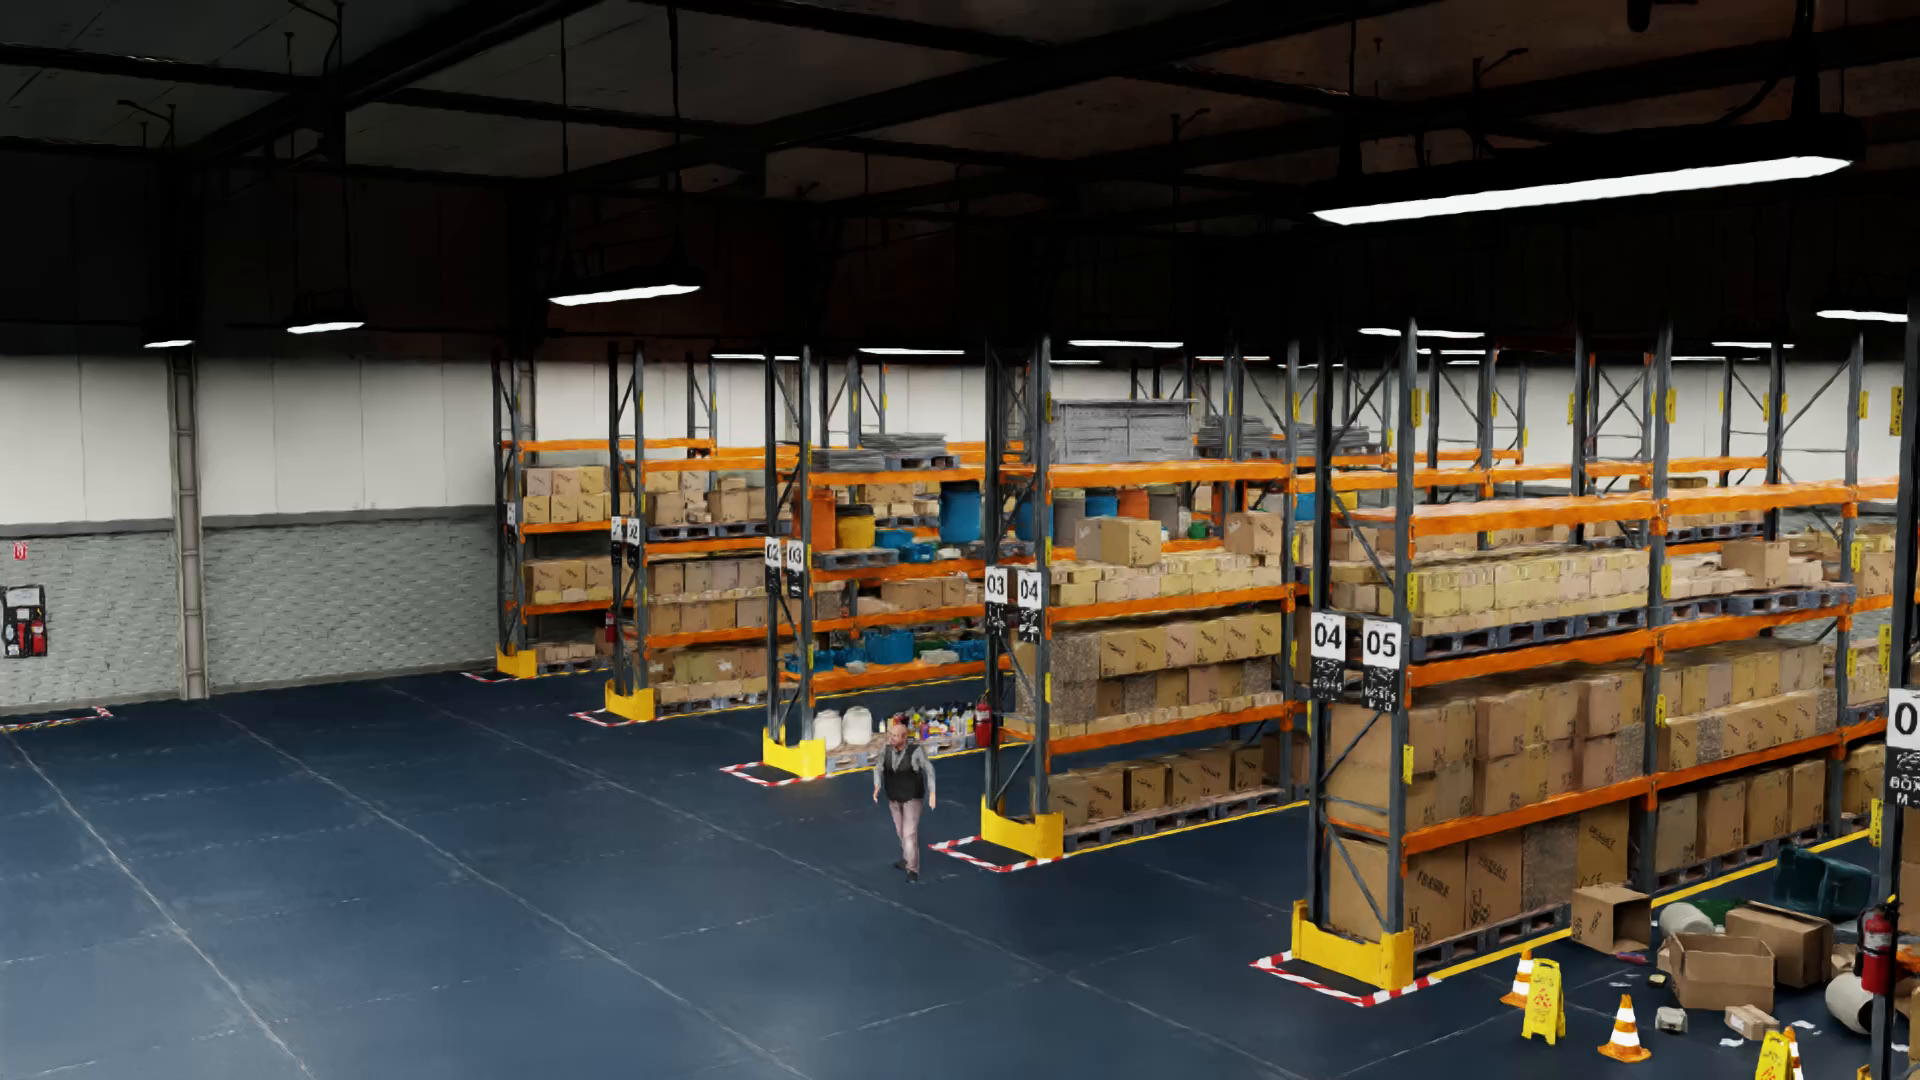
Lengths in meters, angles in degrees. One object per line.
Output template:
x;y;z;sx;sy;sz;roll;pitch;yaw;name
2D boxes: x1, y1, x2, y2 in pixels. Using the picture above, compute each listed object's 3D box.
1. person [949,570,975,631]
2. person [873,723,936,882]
0.006;1.199;35.028;0.954;1.666;0.555;-4;7;-39;person
-0.583;2.766;17.810;0.676;1.666;0.780;3;6;32;person
